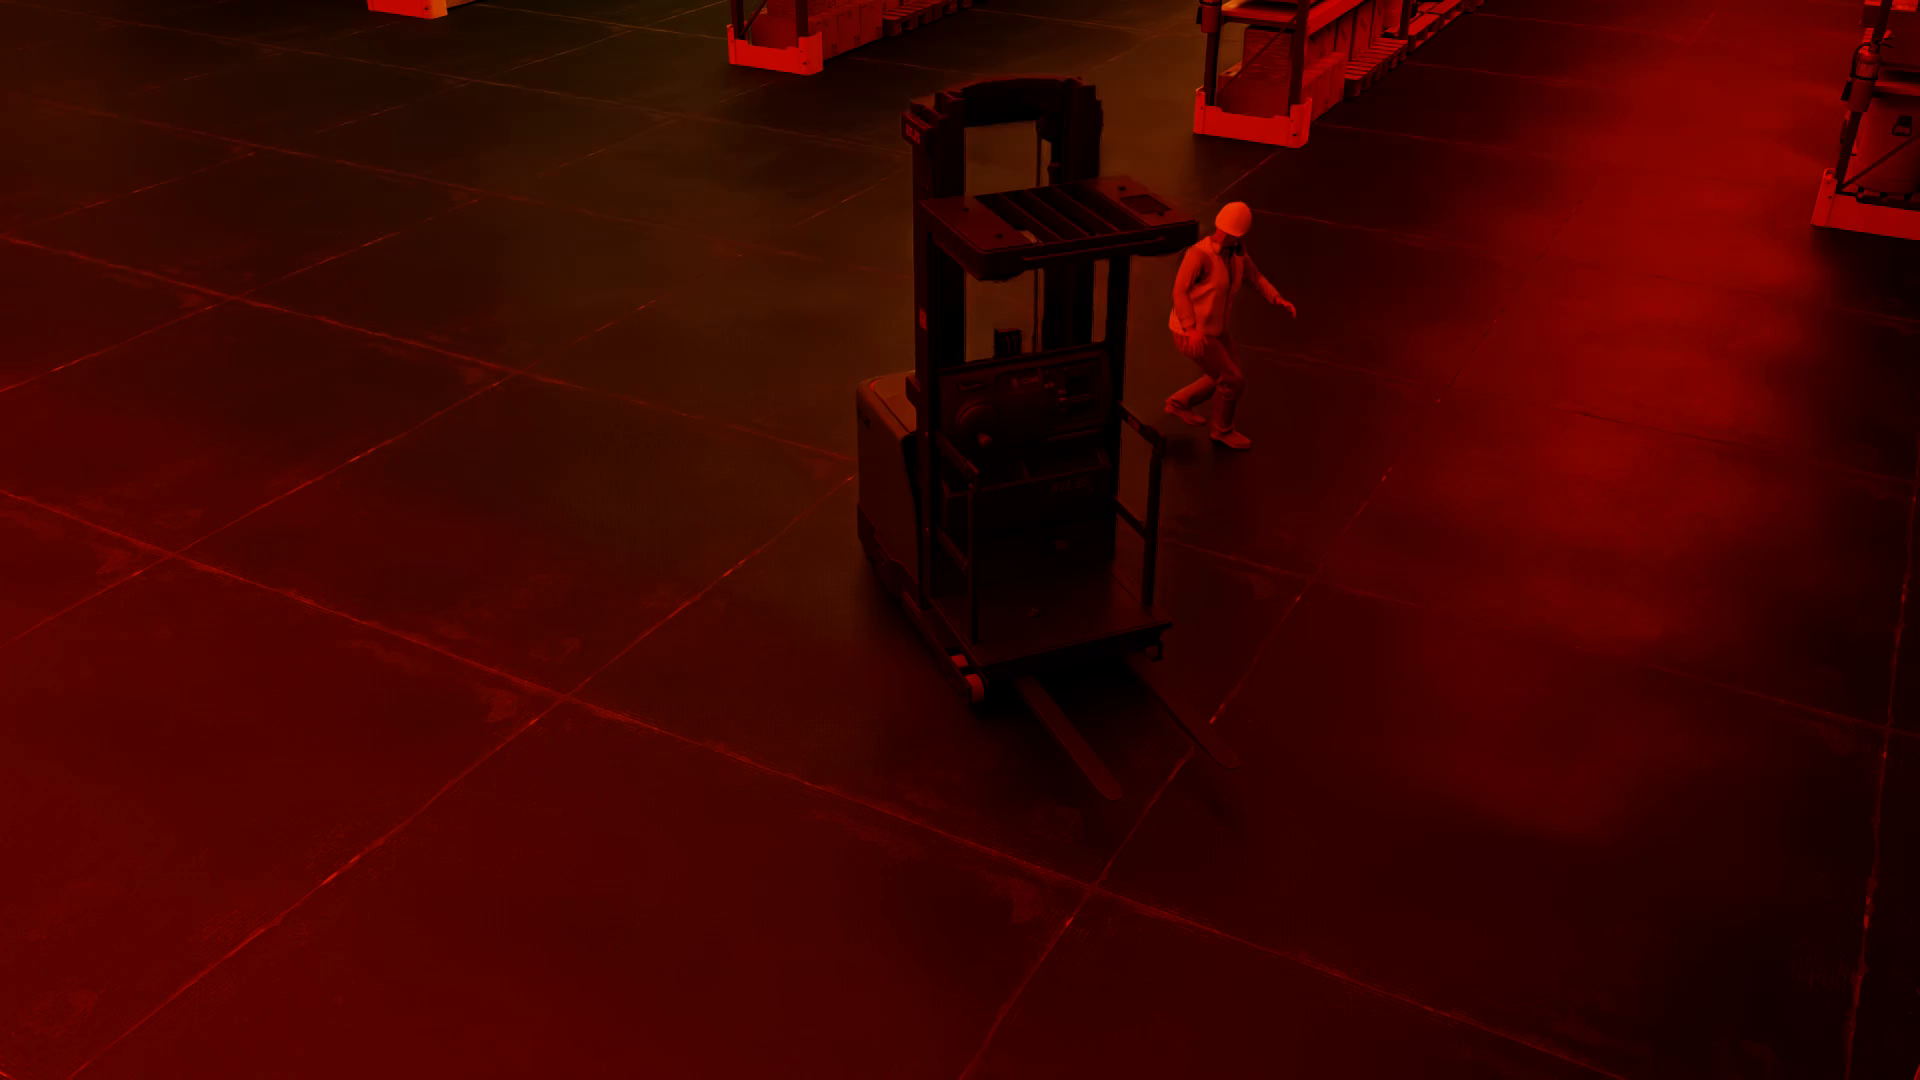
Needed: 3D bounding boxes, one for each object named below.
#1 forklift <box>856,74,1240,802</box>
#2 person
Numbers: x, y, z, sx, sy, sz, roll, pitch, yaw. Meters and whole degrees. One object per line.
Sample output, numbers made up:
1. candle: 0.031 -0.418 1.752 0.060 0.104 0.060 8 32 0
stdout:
1. forklift: 0.420 -0.659 8.213 1.130 2.935 3.031 -12 32 -19
2. person: 1.708 -1.353 10.708 0.805 1.643 0.849 16 33 25
